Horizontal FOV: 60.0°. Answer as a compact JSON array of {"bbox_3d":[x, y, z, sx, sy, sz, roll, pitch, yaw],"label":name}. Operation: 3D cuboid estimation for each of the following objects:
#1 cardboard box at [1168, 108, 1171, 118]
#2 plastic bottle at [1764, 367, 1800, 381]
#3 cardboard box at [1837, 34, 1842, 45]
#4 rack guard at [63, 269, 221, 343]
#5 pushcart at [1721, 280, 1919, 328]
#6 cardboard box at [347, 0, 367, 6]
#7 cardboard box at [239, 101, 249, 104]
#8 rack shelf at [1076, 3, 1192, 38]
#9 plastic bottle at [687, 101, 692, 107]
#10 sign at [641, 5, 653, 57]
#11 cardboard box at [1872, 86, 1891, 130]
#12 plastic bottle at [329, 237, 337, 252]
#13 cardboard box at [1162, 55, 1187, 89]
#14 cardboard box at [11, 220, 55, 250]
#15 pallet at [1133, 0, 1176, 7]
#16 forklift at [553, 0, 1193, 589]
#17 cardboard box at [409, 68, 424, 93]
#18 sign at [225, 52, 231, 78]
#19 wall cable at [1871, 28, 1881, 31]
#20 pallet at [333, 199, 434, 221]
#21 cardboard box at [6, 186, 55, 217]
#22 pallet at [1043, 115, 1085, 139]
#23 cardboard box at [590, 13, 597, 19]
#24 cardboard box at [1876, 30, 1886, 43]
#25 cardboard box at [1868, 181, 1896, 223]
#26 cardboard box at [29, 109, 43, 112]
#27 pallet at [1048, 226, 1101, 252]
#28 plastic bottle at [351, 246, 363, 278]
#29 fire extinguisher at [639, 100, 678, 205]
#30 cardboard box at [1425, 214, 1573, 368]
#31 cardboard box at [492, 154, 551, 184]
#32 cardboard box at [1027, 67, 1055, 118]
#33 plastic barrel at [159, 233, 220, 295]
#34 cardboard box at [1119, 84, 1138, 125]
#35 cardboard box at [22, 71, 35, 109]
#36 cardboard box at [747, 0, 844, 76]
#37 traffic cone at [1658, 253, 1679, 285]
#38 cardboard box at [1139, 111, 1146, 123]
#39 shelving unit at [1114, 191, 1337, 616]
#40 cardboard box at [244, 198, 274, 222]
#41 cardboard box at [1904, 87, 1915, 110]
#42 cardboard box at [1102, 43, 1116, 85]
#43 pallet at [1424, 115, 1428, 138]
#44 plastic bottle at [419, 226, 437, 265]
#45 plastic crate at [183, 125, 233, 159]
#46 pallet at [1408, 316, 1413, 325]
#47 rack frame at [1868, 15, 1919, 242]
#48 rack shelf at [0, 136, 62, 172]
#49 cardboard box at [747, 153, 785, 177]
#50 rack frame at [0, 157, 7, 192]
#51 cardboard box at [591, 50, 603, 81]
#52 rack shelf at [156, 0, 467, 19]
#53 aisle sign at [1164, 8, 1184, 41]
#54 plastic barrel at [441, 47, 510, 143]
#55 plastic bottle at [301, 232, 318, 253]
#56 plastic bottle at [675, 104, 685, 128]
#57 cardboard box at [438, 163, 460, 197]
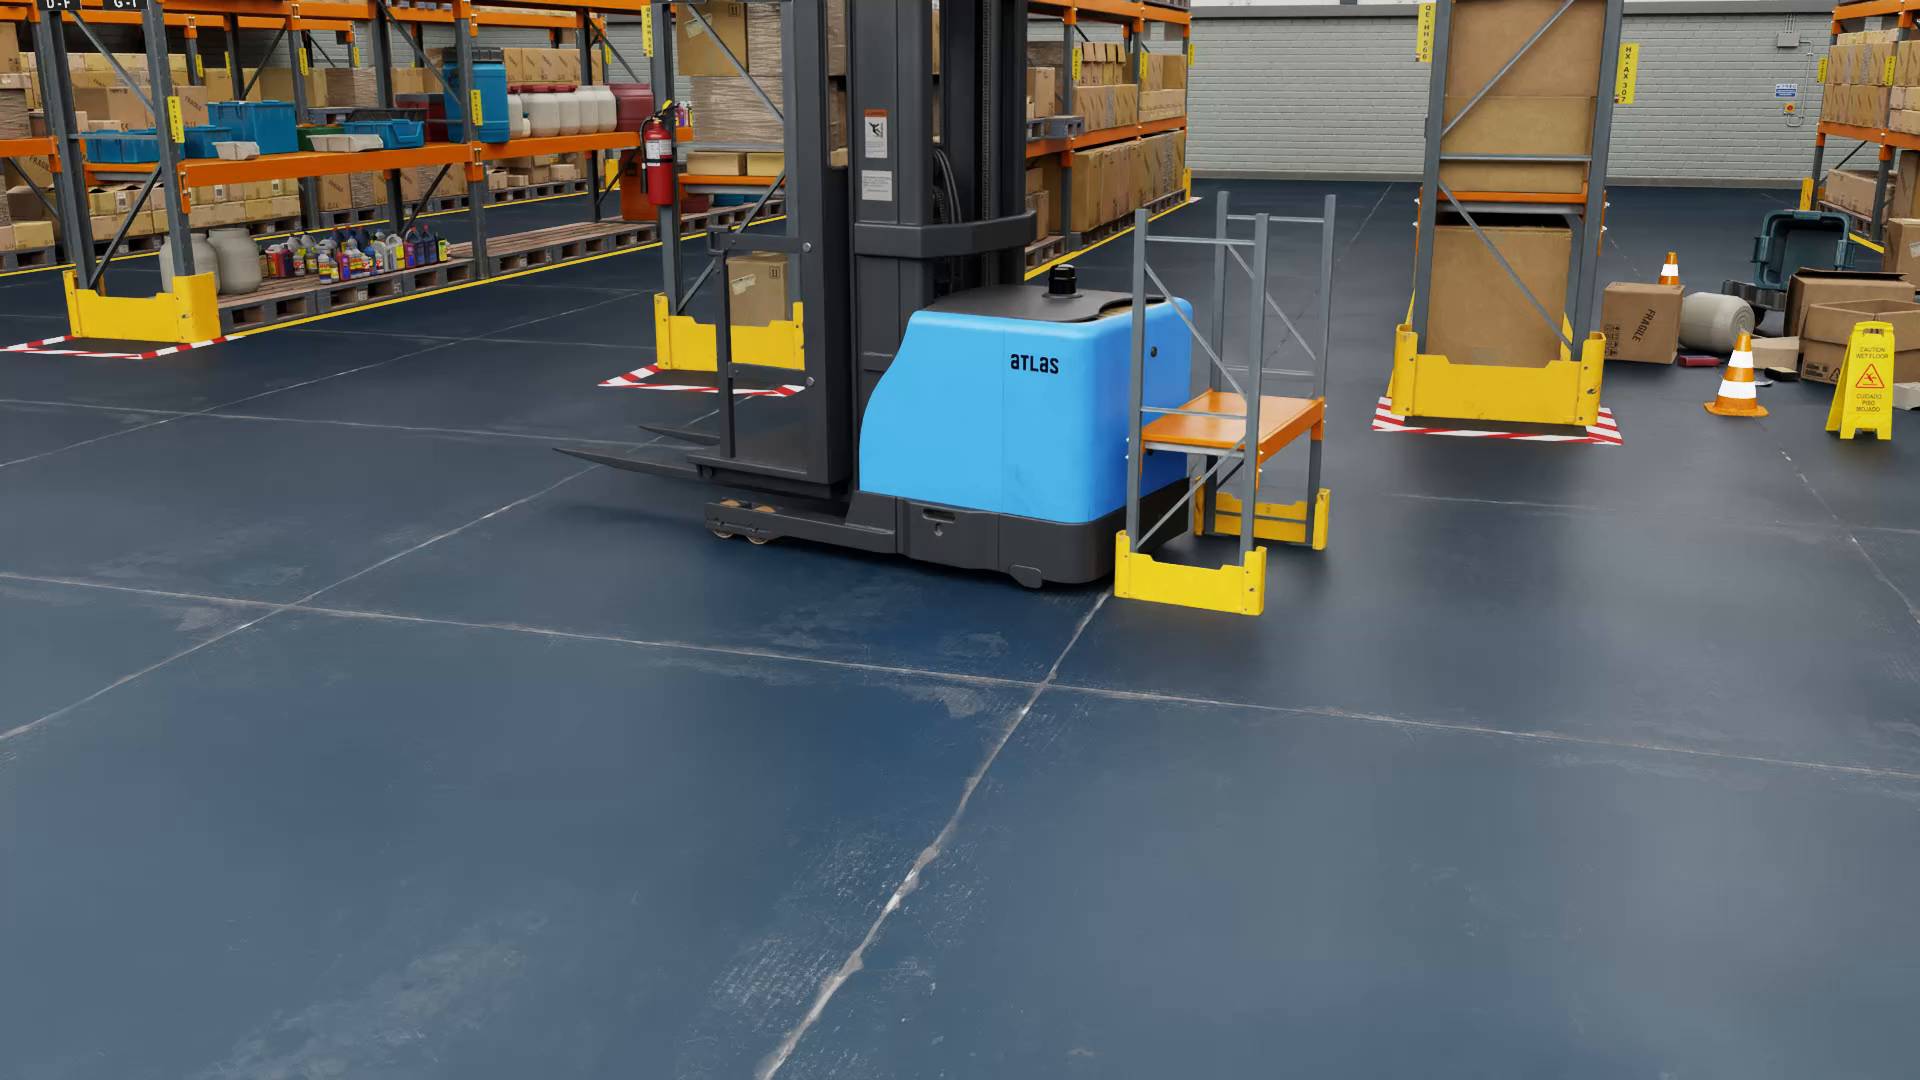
[{"bbox_3d":[2.871,-6.222,24.229,0.380,0.149,0.250,5,16,16],"label":"cardboard box"},{"bbox_3d":[5.504,-1.122,11.171,0.133,0.061,0.283,-1,16,-3],"label":"plastic bottle"},{"bbox_3d":[12.153,-6.798,22.595,0.380,0.149,0.250,5,17,17],"label":"cardboard box"},{"bbox_3d":[-6.301,-1.816,12.815,1.175,0.500,0.348,5,16,16],"label":"rack guard"},{"bbox_3d":[6.909,-1.791,12.952,1.648,0.377,0.936,-1,16,-3],"label":"pushcart"},{"bbox_3d":[-8.368,-7.350,22.066,0.910,0.500,0.500,5,16,16],"label":"cardboard box"},{"bbox_3d":[-8.898,-5.338,20.816,0.500,0.311,0.500,6,17,19],"label":"cardboard box"},{"bbox_3d":[2.450,-7.370,23.639,1.077,0.370,4.000,5,16,16],"label":"rack shelf"},{"bbox_3d":[-3.627,-5.741,22.300,0.152,0.276,0.135,5,16,16],"label":"plastic bottle"},{"bbox_3d":[-2.055,-3.368,11.006,0.100,0.325,0.005,5,16,16],"label":"sign"},{"bbox_3d":[11.269,-5.171,19.880,0.500,0.500,0.500,5,17,16],"label":"cardboard box"},{"bbox_3d":[-5.828,-2.671,15.442,0.097,0.271,0.097,0,16,0],"label":"plastic bottle"},{"bbox_3d":[3.132,-7.081,25.151,0.500,0.500,0.500,5,17,17],"label":"cardboard box"},{"bbox_3d":[-9.811,-3.167,17.269,0.500,0.250,0.500,5,16,16],"label":"cardboard box"},{"bbox_3d":[2.472,-7.682,23.582,1.003,0.211,1.213,5,16,16],"label":"pallet"},{"bbox_3d":[-0.528,-1.501,7.250,3.031,2.935,1.130,10,19,31],"label":"forklift"},{"bbox_3d":[-8.099,-6.478,23.719,0.700,0.500,0.500,7,17,25],"label":"cardboard box"},{"bbox_3d":[-9.275,-6.031,21.120,0.100,0.325,0.005,5,16,16],"label":"sign"},{"bbox_3d":[15.463,-7.887,27.777,0.588,1.984,0.122,5,16,16],"label":"wall cable"},{"bbox_3d":[-8.155,-4.642,23.308,1.003,0.211,1.213,5,16,16],"label":"pallet"},{"bbox_3d":[-10.049,-3.704,18.131,0.500,0.311,0.500,5,16,16],"label":"cardboard box"},{"bbox_3d":[0.644,-4.417,17.756,1.213,0.211,1.003,5,16,16],"label":"pallet"},{"bbox_3d":[-6.372,-8.782,27.572,0.500,0.250,0.500,5,16,16],"label":"cardboard box"},{"bbox_3d":[11.516,-6.189,20.448,0.380,0.149,0.250,4,16,15],"label":"cardboard box"},{"bbox_3d":[11.664,-4.107,20.238,0.875,0.438,0.875,4,16,15],"label":"cardboard box"},{"bbox_3d":[-12.951,-5.941,23.202,0.380,0.149,0.250,5,17,18],"label":"cardboard box"},{"bbox_3d":[1.041,-3.563,19.503,1.003,0.211,1.213,5,16,16],"label":"pallet"},{"bbox_3d":[-5.338,-2.460,14.699,0.097,0.271,0.097,0,16,0],"label":"plastic bottle"},{"bbox_3d":[-2.003,-2.579,11.068,0.296,0.674,0.183,5,16,16],"label":"fire extinguisher"},{"bbox_3d":[3.327,-1.562,10.464,0.875,0.875,0.875,5,17,16],"label":"cardboard box"},{"bbox_3d":[-7.087,-6.022,26.832,0.797,0.503,0.637,5,16,16],"label":"cardboard box"},{"bbox_3d":[0.567,-4.656,17.294,0.700,0.500,0.500,7,17,24],"label":"cardboard box"},{"bbox_3d":[-6.164,-2.178,13.301,0.421,0.512,0.421,0,16,0],"label":"plastic barrel"},{"bbox_3d":[2.010,-5.655,21.586,0.500,0.500,0.500,5,16,16],"label":"cardboard box"},{"bbox_3d":[-13.119,-6.164,22.800,0.500,0.500,0.500,5,17,18],"label":"cardboard box"},{"bbox_3d":[-1.111,-3.406,11.279,0.500,0.500,0.500,5,16,16],"label":"cardboard box"},{"bbox_3d":[6.163,-2.259,14.447,0.336,0.463,0.334,5,16,16],"label":"traffic cone"},{"bbox_3d":[2.284,-5.681,22.322,0.380,0.149,0.250,5,16,16],"label":"cardboard box"},{"bbox_3d":[1.102,-0.600,6.695,0.587,1.500,1.083,7,17,25],"label":"shelving unit"},{"bbox_3d":[-8.811,-4.060,20.417,0.500,0.250,0.500,4,16,15],"label":"cardboard box"},{"bbox_3d":[10.866,-4.918,18.531,0.500,0.250,0.500,5,17,17],"label":"cardboard box"},{"bbox_3d":[1.502,-5.935,20.734,0.797,0.503,0.637,5,17,16],"label":"cardboard box"},{"bbox_3d":[5.572,-4.395,17.679,1.213,0.211,1.003,5,16,16],"label":"pallet"},{"bbox_3d":[-5.048,-2.788,15.709,0.144,0.351,0.185,4,16,14],"label":"plastic bottle"},{"bbox_3d":[-6.232,-3.247,13.552,0.499,0.251,0.408,5,16,16],"label":"plastic crate"},{"bbox_3d":[3.699,-1.392,11.849,1.003,0.211,1.213,5,16,16],"label":"pallet"},{"bbox_3d":[11.383,-4.982,19.396,1.000,3.000,0.127,5,16,16],"label":"rack frame"},{"bbox_3d":[-10.457,-3.557,15.692,1.077,0.370,4.000,5,16,16],"label":"rack shelf"},{"bbox_3d":[-1.219,-2.546,11.269,0.380,0.149,0.250,5,16,16],"label":"cardboard box"},{"bbox_3d":[-13.503,-5.856,22.479,1.000,3.000,0.127,5,16,16],"label":"rack frame"},{"bbox_3d":[-6.342,-7.957,27.871,0.500,0.500,0.500,4,16,15],"label":"cardboard box"},{"bbox_3d":[-5.709,-4.615,13.925,1.077,0.370,4.000,5,16,16],"label":"rack shelf"},{"bbox_3d":[3.326,-8.043,25.425,0.394,0.787,0.004,5,16,16],"label":"aisle sign"},{"bbox_3d":[-4.741,-4.360,16.286,0.600,0.901,0.708,5,16,16],"label":"plastic barrel"},{"bbox_3d":[-5.943,-2.639,15.185,0.144,0.351,0.185,4,16,15],"label":"plastic bottle"},{"bbox_3d":[-3.434,-5.202,20.387,0.061,0.283,0.133,5,16,16],"label":"plastic bottle"},{"bbox_3d":[-7.630,-5.248,24.111,0.500,0.500,0.500,5,16,16],"label":"cardboard box"}]
